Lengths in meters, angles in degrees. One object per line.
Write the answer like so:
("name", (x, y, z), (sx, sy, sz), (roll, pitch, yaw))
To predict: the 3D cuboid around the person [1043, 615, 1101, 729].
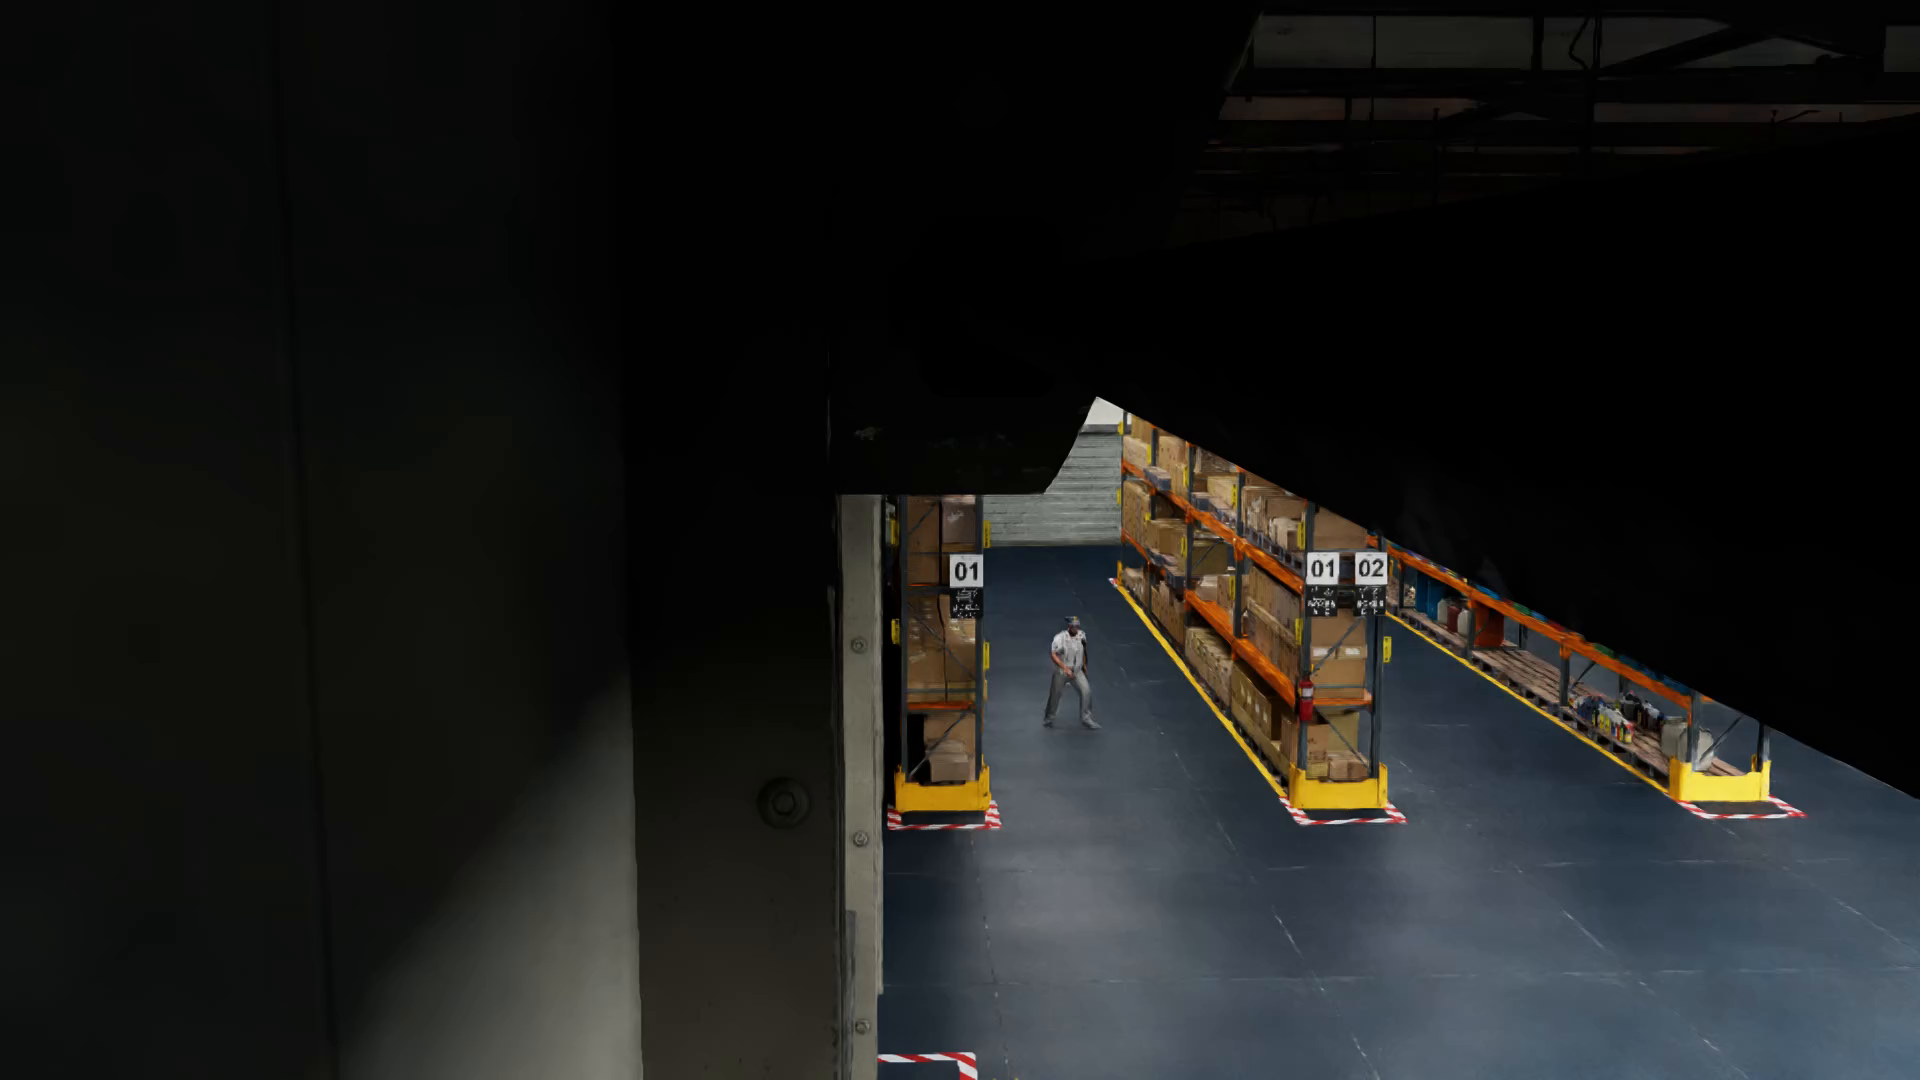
("person", (1.613, 1.901, 24.399), (0.701, 1.693, 0.857), (-3, 9, -19))
